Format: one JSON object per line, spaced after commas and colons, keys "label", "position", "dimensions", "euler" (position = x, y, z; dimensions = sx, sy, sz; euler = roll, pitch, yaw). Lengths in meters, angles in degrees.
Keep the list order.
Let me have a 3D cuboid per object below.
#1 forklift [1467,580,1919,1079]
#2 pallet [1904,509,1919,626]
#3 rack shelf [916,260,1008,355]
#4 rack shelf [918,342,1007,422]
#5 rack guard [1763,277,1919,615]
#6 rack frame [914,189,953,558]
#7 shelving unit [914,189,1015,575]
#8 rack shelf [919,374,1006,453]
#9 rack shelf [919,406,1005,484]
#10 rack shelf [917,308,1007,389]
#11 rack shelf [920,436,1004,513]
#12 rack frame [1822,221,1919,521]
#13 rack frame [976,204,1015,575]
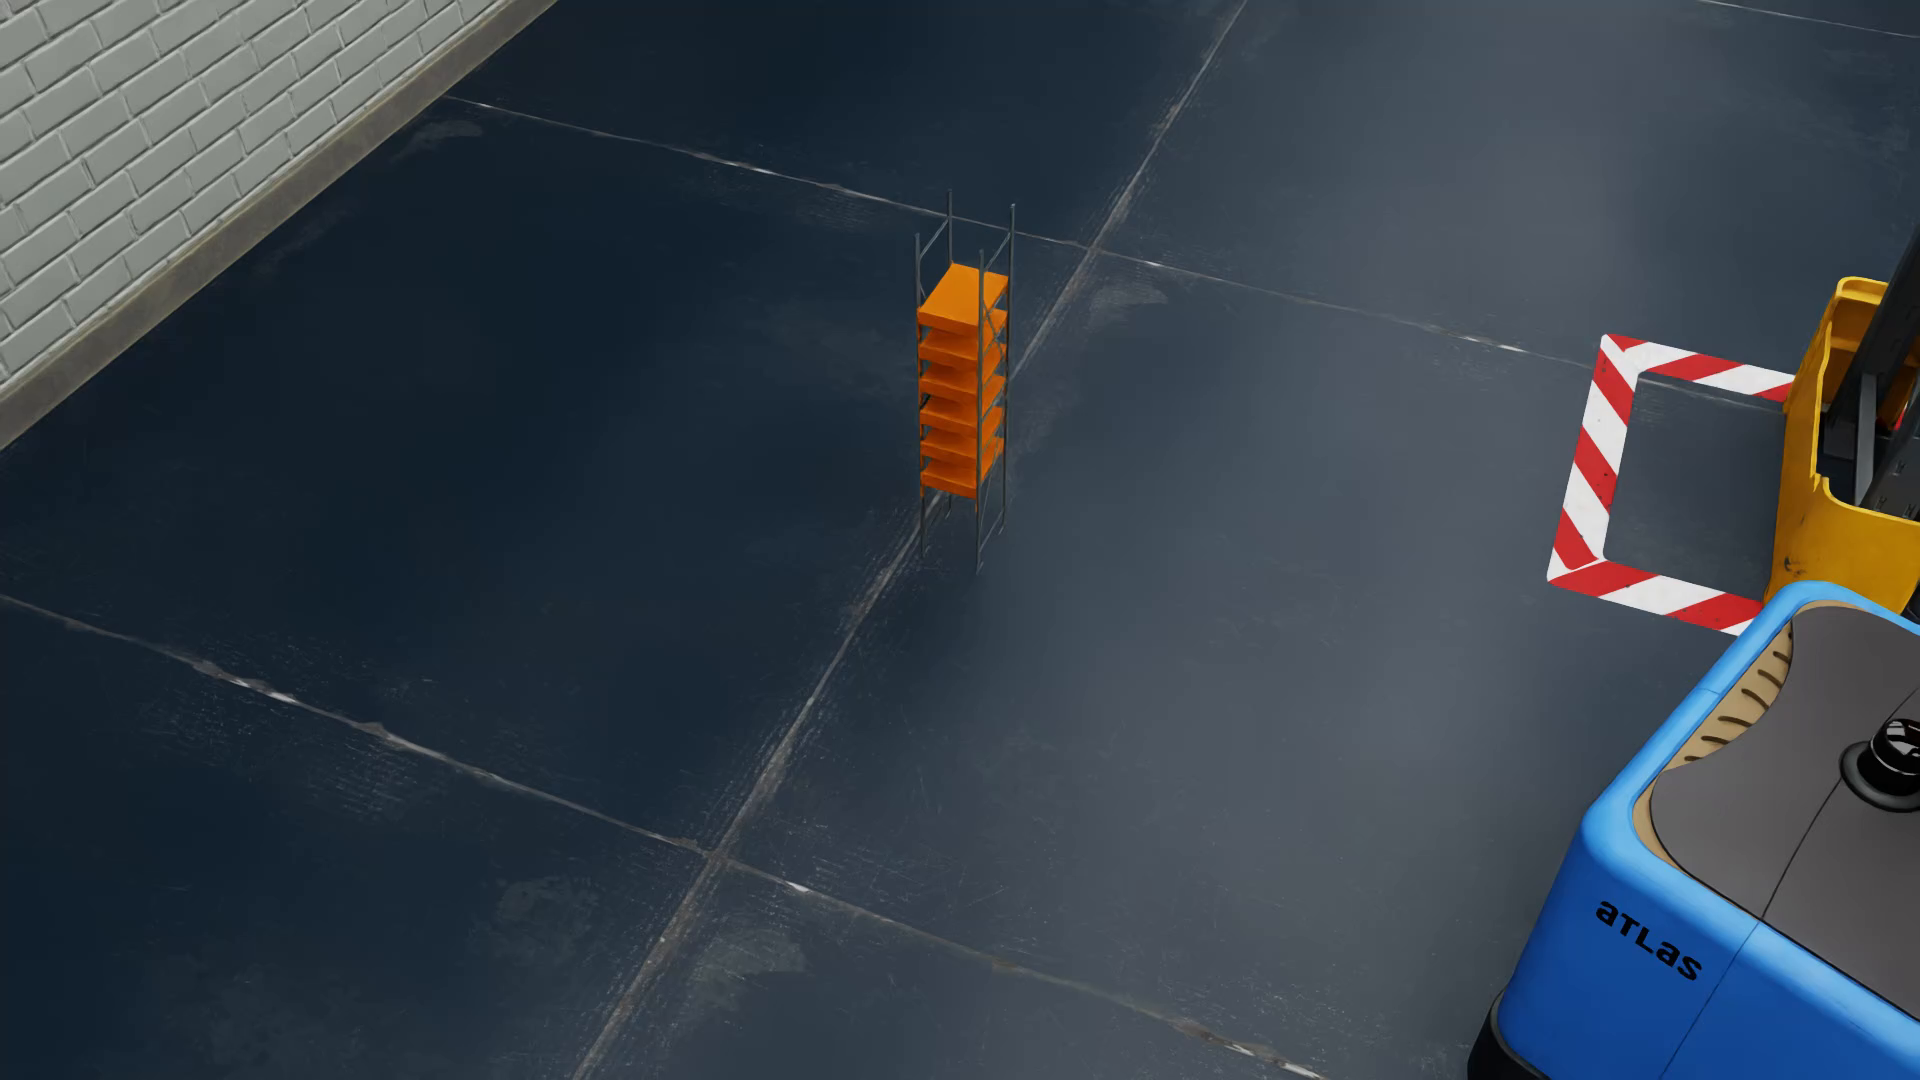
{"label": "forklift", "position": [2.590, 0.756, 2.412], "dimensions": [3.031, 2.935, 1.130], "euler": [35, 54, 30]}
{"label": "pallet", "position": [3.586, 0.010, 5.091], "dimensions": [1.213, 0.211, 1.003], "euler": [16, 47, 16]}
{"label": "rack shelf", "position": [0.013, -0.645, 4.600], "dimensions": [0.180, 0.103, 0.258], "euler": [16, 47, 16]}
{"label": "rack shelf", "position": [0.013, -0.475, 4.770], "dimensions": [0.180, 0.103, 0.258], "euler": [16, 47, 16]}
{"label": "rack guard", "position": [2.795, -0.265, 5.162], "dimensions": [0.348, 0.500, 1.175], "euler": [16, 47, 16]}
{"label": "rack frame", "position": [-0.071, -0.446, 4.848], "dimensions": [0.006, 1.200, 0.240], "euler": [16, 47, 16]}
{"label": "shelving unit", "position": [0.013, -0.421, 4.823], "dimensions": [0.189, 1.200, 0.258], "euler": [16, 47, 16]}
{"label": "rack shelf", "position": [0.013, -0.390, 4.854], "dimensions": [0.180, 0.103, 0.258], "euler": [16, 47, 16]}
{"label": "rack shelf", "position": [0.013, -0.305, 4.939], "dimensions": [0.180, 0.103, 0.258], "euler": [16, 47, 16]}
{"label": "rack shelf", "position": [0.013, -0.560, 4.685], "dimensions": [0.180, 0.103, 0.258], "euler": [16, 47, 16]}
{"label": "rack shelf", "position": [0.013, -0.220, 5.023], "dimensions": [0.180, 0.103, 0.258], "euler": [16, 47, 16]}
{"label": "rack frame", "position": [2.818, -1.145, 4.274], "dimensions": [0.127, 3.000, 1.000], "euler": [16, 47, 16]}
{"label": "rack frame", "position": [0.098, -0.397, 4.798], "dimensions": [0.006, 1.200, 0.240], "euler": [16, 47, 16]}
